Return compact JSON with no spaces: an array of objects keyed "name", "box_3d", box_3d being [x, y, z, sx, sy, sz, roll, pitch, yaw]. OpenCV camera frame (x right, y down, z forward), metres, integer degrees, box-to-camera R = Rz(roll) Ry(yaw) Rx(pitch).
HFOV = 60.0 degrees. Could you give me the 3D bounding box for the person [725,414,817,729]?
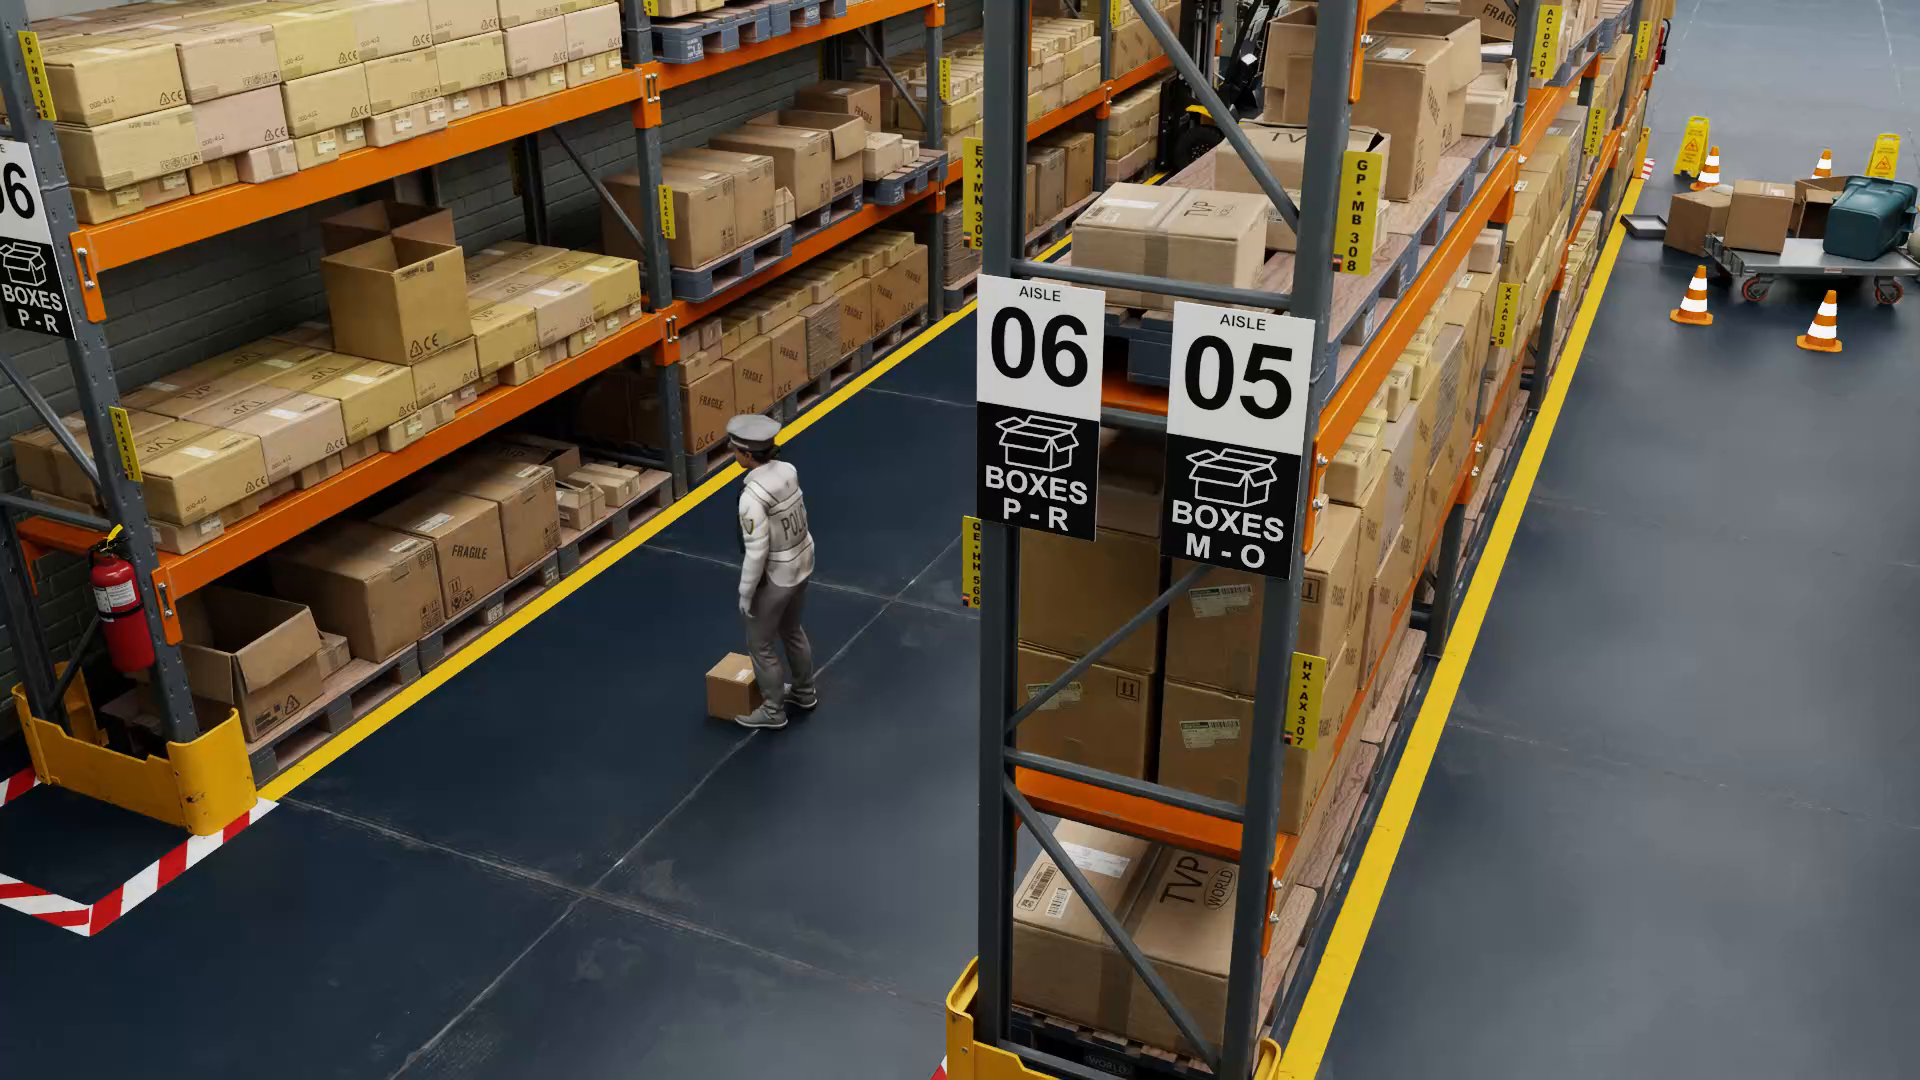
[{"name":"person","box_3d":[-0.939,0.178,8.250,0.405,1.663,0.533,11,28,20]}]
